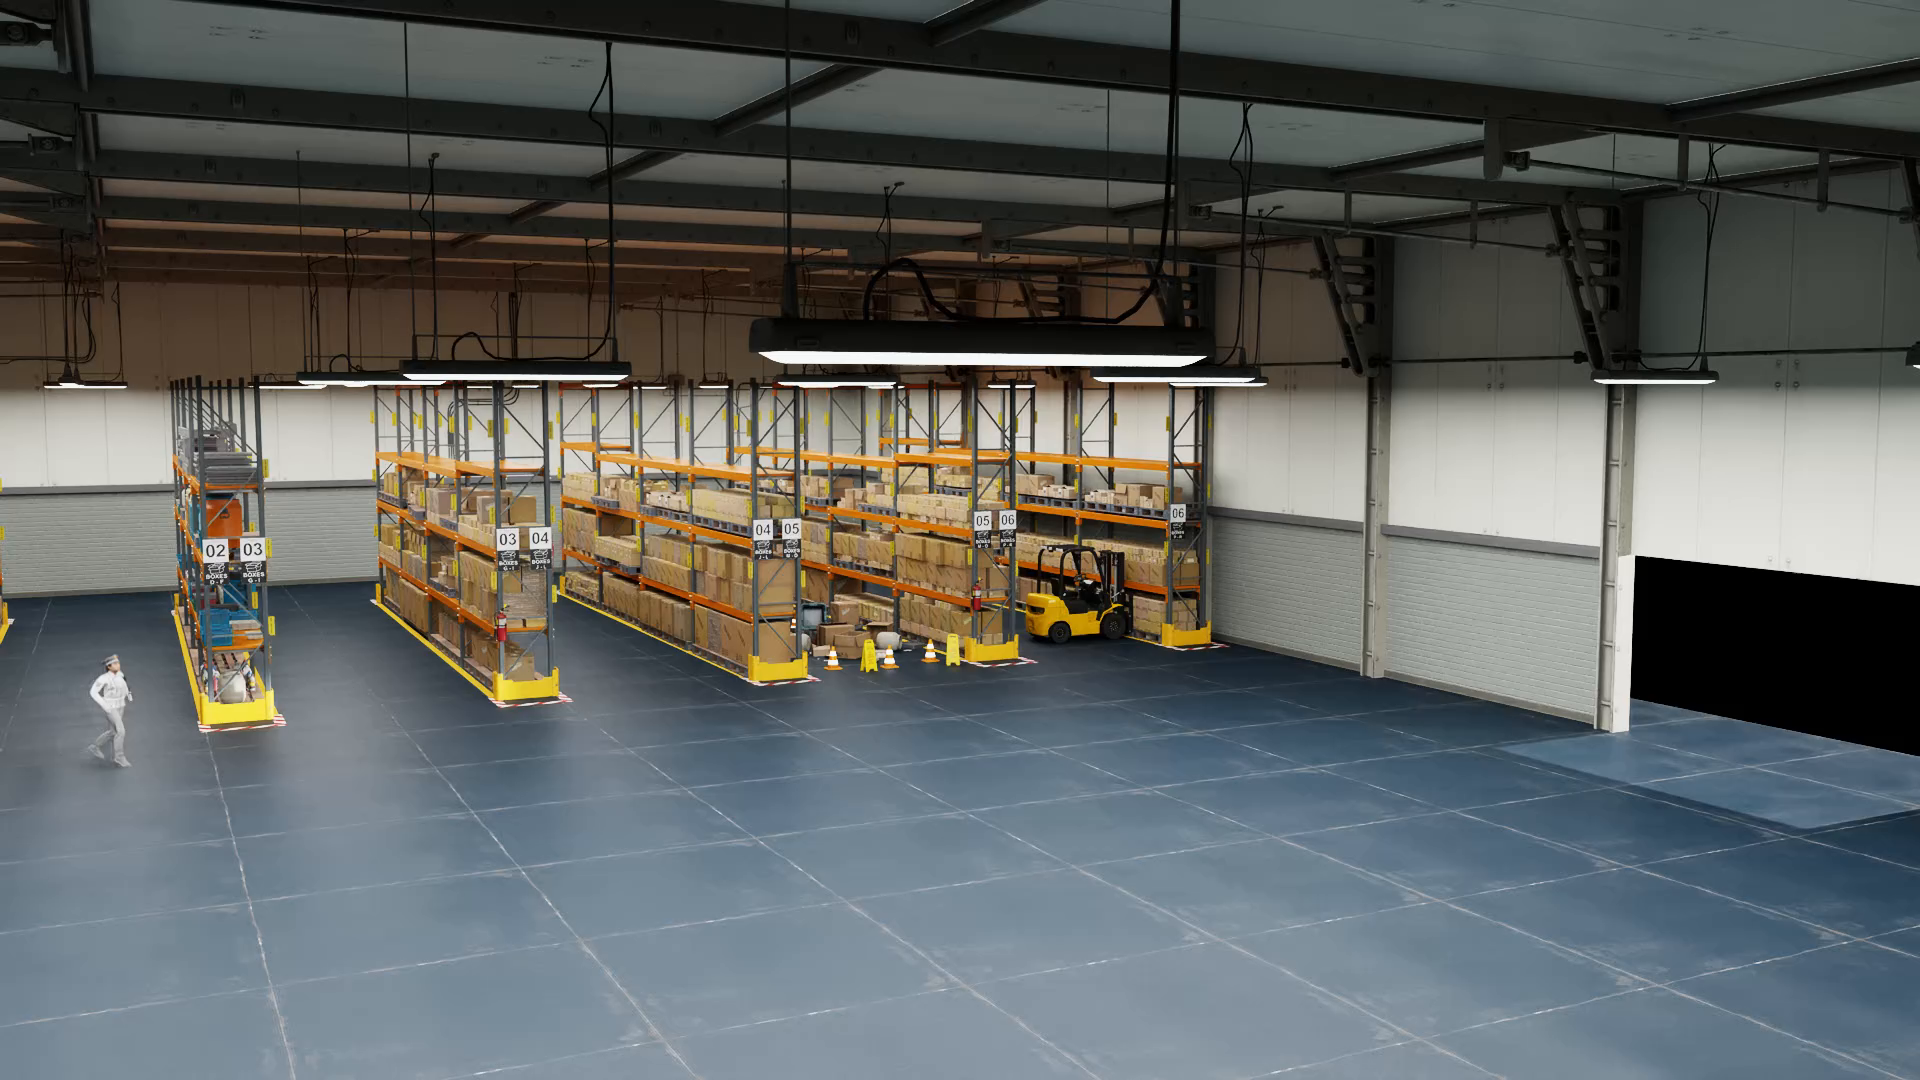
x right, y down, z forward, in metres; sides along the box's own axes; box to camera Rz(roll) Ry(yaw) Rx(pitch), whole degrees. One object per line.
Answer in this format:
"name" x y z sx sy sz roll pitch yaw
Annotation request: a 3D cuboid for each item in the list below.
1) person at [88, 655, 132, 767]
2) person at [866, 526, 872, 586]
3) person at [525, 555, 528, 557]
"person" -13.081 2.618 25.572 0.750 1.748 0.631 1 5 9
"person" -2.610 0.444 46.757 0.584 1.677 0.657 -3 6 -32
"person" -12.645 0.687 47.450 0.815 1.679 0.891 4 7 41
